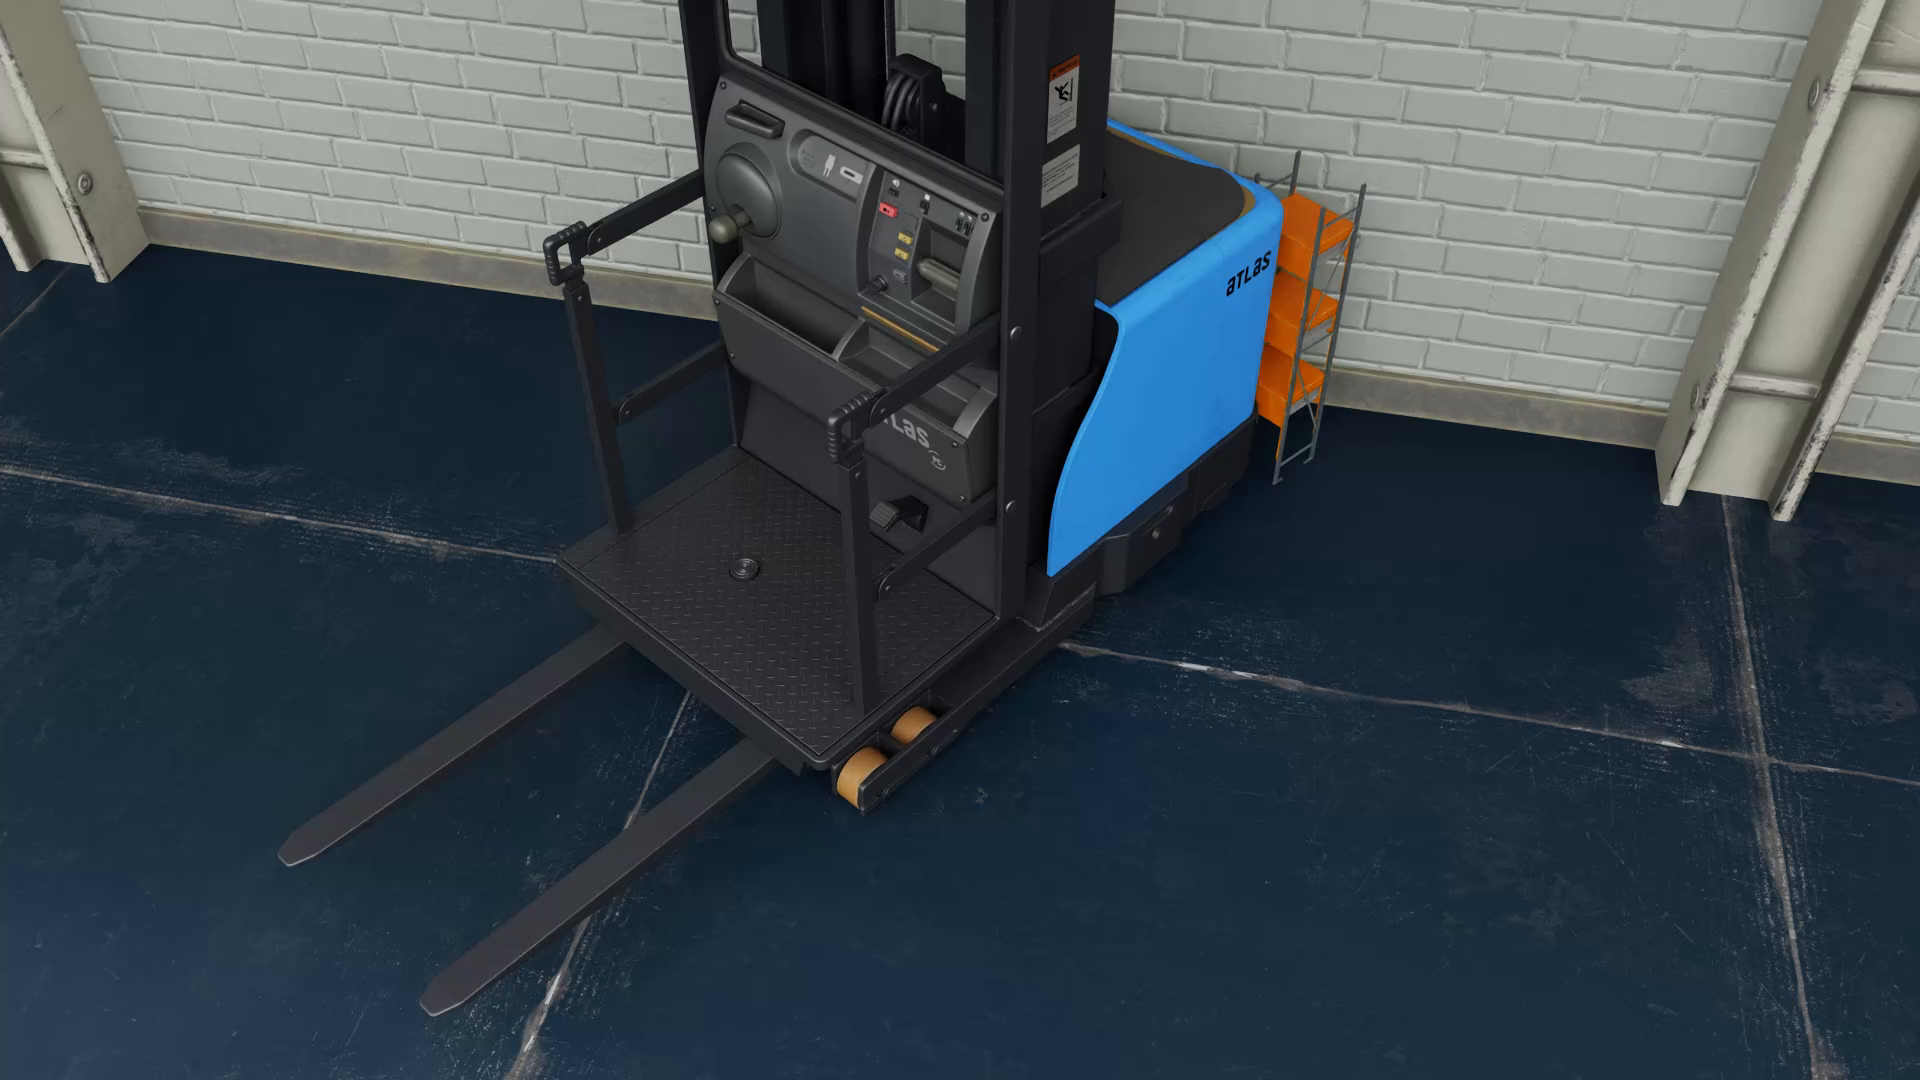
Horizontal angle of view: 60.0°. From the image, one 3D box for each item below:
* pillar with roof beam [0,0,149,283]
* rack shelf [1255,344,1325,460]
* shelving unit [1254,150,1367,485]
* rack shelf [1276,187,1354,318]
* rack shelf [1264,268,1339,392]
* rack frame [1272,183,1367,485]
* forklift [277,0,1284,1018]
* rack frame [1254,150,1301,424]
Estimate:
[{"bbox_3d":[-4.301,-1.429,0.246,0.400,9.000,9.100,9,45,9],"label":"pillar with roof beam"},{"bbox_3d":[1.018,-0.461,5.388,0.215,0.259,0.240,-32,52,-29],"label":"rack shelf"},{"bbox_3d":[1.018,-0.669,5.188,0.215,1.050,0.252,-32,52,-29],"label":"shelving unit"},{"bbox_3d":[1.018,-0.866,4.998,0.215,0.259,0.240,-32,52,-29],"label":"rack shelf"},{"bbox_3d":[1.018,-0.661,5.195,0.215,0.259,0.240,-32,52,-29],"label":"rack shelf"},{"bbox_3d":[1.099,-0.606,5.122,0.200,1.050,0.008,-32,52,-29],"label":"rack frame"},{"bbox_3d":[-0.426,-0.734,3.899,1.130,2.935,3.031,32,53,29],"label":"forklift"},{"bbox_3d":[0.936,-0.732,5.253,0.200,1.050,0.008,-32,52,-29],"label":"rack frame"}]
